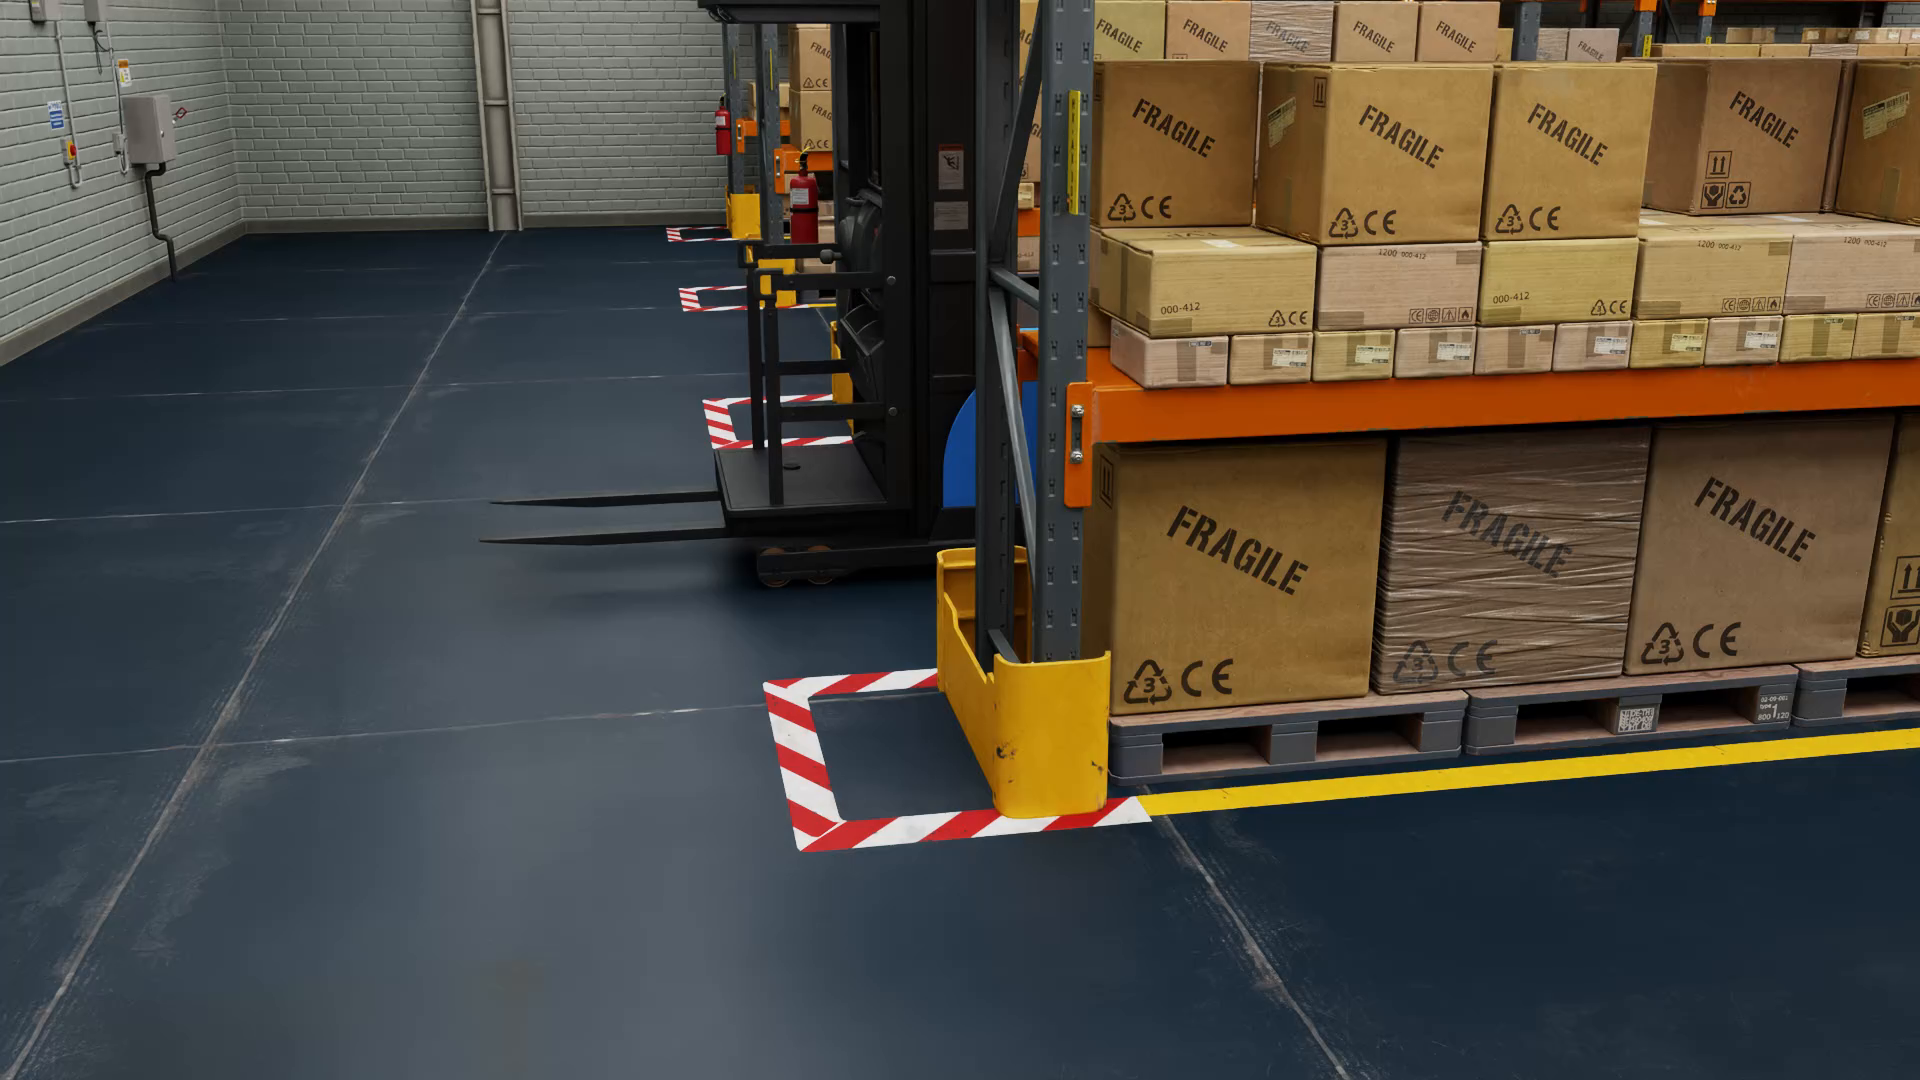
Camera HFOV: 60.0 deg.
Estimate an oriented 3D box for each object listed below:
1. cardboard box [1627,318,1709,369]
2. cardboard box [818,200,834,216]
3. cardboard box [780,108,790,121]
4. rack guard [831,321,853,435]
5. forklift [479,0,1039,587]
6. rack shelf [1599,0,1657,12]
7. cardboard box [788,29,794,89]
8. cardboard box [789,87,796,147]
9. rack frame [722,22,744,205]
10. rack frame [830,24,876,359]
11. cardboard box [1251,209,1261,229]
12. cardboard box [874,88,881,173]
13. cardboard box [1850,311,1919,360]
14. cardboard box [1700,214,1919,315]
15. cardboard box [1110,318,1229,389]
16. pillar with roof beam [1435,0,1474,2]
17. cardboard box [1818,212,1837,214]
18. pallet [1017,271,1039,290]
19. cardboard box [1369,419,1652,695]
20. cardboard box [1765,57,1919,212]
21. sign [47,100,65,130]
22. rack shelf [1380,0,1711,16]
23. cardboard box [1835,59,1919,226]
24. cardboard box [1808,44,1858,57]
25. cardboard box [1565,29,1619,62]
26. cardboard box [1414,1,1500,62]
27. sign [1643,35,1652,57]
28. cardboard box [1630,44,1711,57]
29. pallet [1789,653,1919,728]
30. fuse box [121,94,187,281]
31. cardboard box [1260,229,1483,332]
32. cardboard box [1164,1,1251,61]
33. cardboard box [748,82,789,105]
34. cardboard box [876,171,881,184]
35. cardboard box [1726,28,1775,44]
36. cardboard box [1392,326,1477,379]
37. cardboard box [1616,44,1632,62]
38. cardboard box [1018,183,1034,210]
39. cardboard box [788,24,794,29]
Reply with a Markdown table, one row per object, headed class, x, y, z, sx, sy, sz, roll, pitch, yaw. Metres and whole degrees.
| class | x | y | z | sx | sy | sz | roll | pitch | yaw |
| --- | --- | --- | --- | --- | --- | --- | --- | --- | --- |
| cardboard box | 2.130 | -0.652 | 5.255 | 0.250 | 0.149 | 0.380 | -4 | 17 | -12 |
| cardboard box | -1.573 | -3.907 | 19.562 | 0.250 | 0.149 | 0.380 | -4 | 18 | -13 |
| cardboard box | -2.000 | -4.896 | 19.071 | 0.250 | 0.149 | 0.380 | -3 | 17 | -9 |
| rack guard | -0.558 | -1.007 | 10.238 | 0.348 | 0.500 | 1.175 | -3 | 17 | -10 |
| forklift | -0.615 | -1.366 | 7.267 | 3.031 | 2.935 | 1.130 | -3 | 17 | -11 |
| rack shelf | 8.148 | -5.266 | 15.963 | 4.000 | 0.370 | 1.077 | -3 | 17 | -10 |
| cardboard box | -1.243 | -4.240 | 14.634 | 0.500 | 0.500 | 0.500 | -3 | 17 | -9 |
| cardboard box | -1.247 | -3.770 | 14.806 | 0.500 | 0.500 | 0.500 | -3 | 17 | -10 |
| rack frame | -2.616 | -5.049 | 19.143 | 0.127 | 3.000 | 1.000 | -3 | 17 | -10 |
| rack frame | -0.633 | -2.197 | 9.857 | 0.127 | 3.000 | 1.000 | -3 | 17 | -10 |
| cardboard box | 1.133 | -0.964 | 5.590 | 0.500 | 0.250 | 0.500 | -4 | 17 | -11 |
| cardboard box | -0.240 | -2.487 | 10.122 | 0.500 | 0.500 | 0.500 | -3 | 17 | -9 |
| cardboard box | 2.889 | -0.696 | 5.396 | 0.250 | 0.149 | 0.380 | -3 | 17 | -9 |
| cardboard box | 2.744 | -0.897 | 5.372 | 0.500 | 0.250 | 0.500 | -3 | 17 | -9 |
| cardboard box | 0.620 | -0.566 | 4.975 | 0.250 | 0.149 | 0.380 | -3 | 17 | -10 |
| pillar with roof beam | 7.164 | -7.454 | 16.754 | 0.400 | 9.000 | 9.100 | -3 | 17 | -10 |
| cardboard box | 3.136 | -1.078 | 5.962 | 0.500 | 0.250 | 0.500 | -3 | 17 | -11 |
| pallet | 0.295 | -2.420 | 15.330 | 1.213 | 0.211 | 1.003 | -3 | 17 | -10 |
| cardboard box | 1.716 | -0.056 | 5.790 | 0.875 | 0.875 | 0.875 | -3 | 17 | -10 |
| cardboard box | 3.133 | -1.435 | 5.848 | 0.500 | 0.500 | 0.500 | -3 | 17 | -10 |
| sign | -7.254 | -3.410 | 13.344 | 0.001 | 0.218 | 0.327 | -3 | 17 | -10 |
| rack shelf | 7.202 | -6.696 | 20.621 | 4.000 | 0.370 | 1.077 | -3 | 17 | -10 |
| cardboard box | 3.243 | -1.284 | 5.356 | 0.500 | 0.500 | 0.500 | -3 | 17 | -10 |
| cardboard box | 8.193 | -4.502 | 15.967 | 0.500 | 0.500 | 0.500 | -4 | 18 | -13 |
| cardboard box | 5.726 | -4.486 | 15.435 | 0.500 | 0.500 | 0.500 | -4 | 17 | -12 |
| cardboard box | 2.885 | -2.984 | 10.038 | 0.500 | 0.500 | 0.500 | -4 | 17 | -12 |
| sign | 6.292 | -4.458 | 15.245 | 0.005 | 0.325 | 0.100 | -3 | 17 | -10 |
| cardboard box | 6.670 | -4.413 | 15.680 | 0.500 | 0.500 | 0.500 | -4 | 17 | -12 |
| pallet | 3.375 | 0.368 | 6.254 | 1.213 | 0.211 | 1.003 | -3 | 17 | -10 |
| fuse box | -7.458 | -3.296 | 15.627 | 0.414 | 1.711 | 0.539 | -3 | 17 | -10 |
| cardboard box | 1.241 | -0.812 | 5.096 | 0.500 | 0.250 | 0.500 | -3 | 17 | -11 |
| cardboard box | 1.367 | -2.896 | 9.751 | 0.500 | 0.500 | 0.500 | -4 | 17 | -12 |
| cardboard box | -2.215 | -5.222 | 19.454 | 0.500 | 0.250 | 0.500 | -3 | 17 | -9 |
| cardboard box | -0.366 | -2.177 | 10.218 | 0.250 | 0.149 | 0.380 | -3 | 17 | -10 |
| cardboard box | 7.737 | -4.938 | 16.282 | 0.250 | 0.149 | 0.380 | -4 | 18 | -13 |
| cardboard box | 1.379 | -0.610 | 5.118 | 0.250 | 0.149 | 0.380 | -4 | 17 | -11 |
| cardboard box | 6.577 | -4.560 | 16.159 | 0.500 | 0.500 | 0.500 | -4 | 17 | -12 |
| cardboard box | 0.264 | -2.026 | 9.729 | 0.250 | 0.149 | 0.380 | -4 | 17 | -12 |
| cardboard box | -1.356 | -4.532 | 14.481 | 0.250 | 0.149 | 0.380 | -3 | 17 | -10 |
